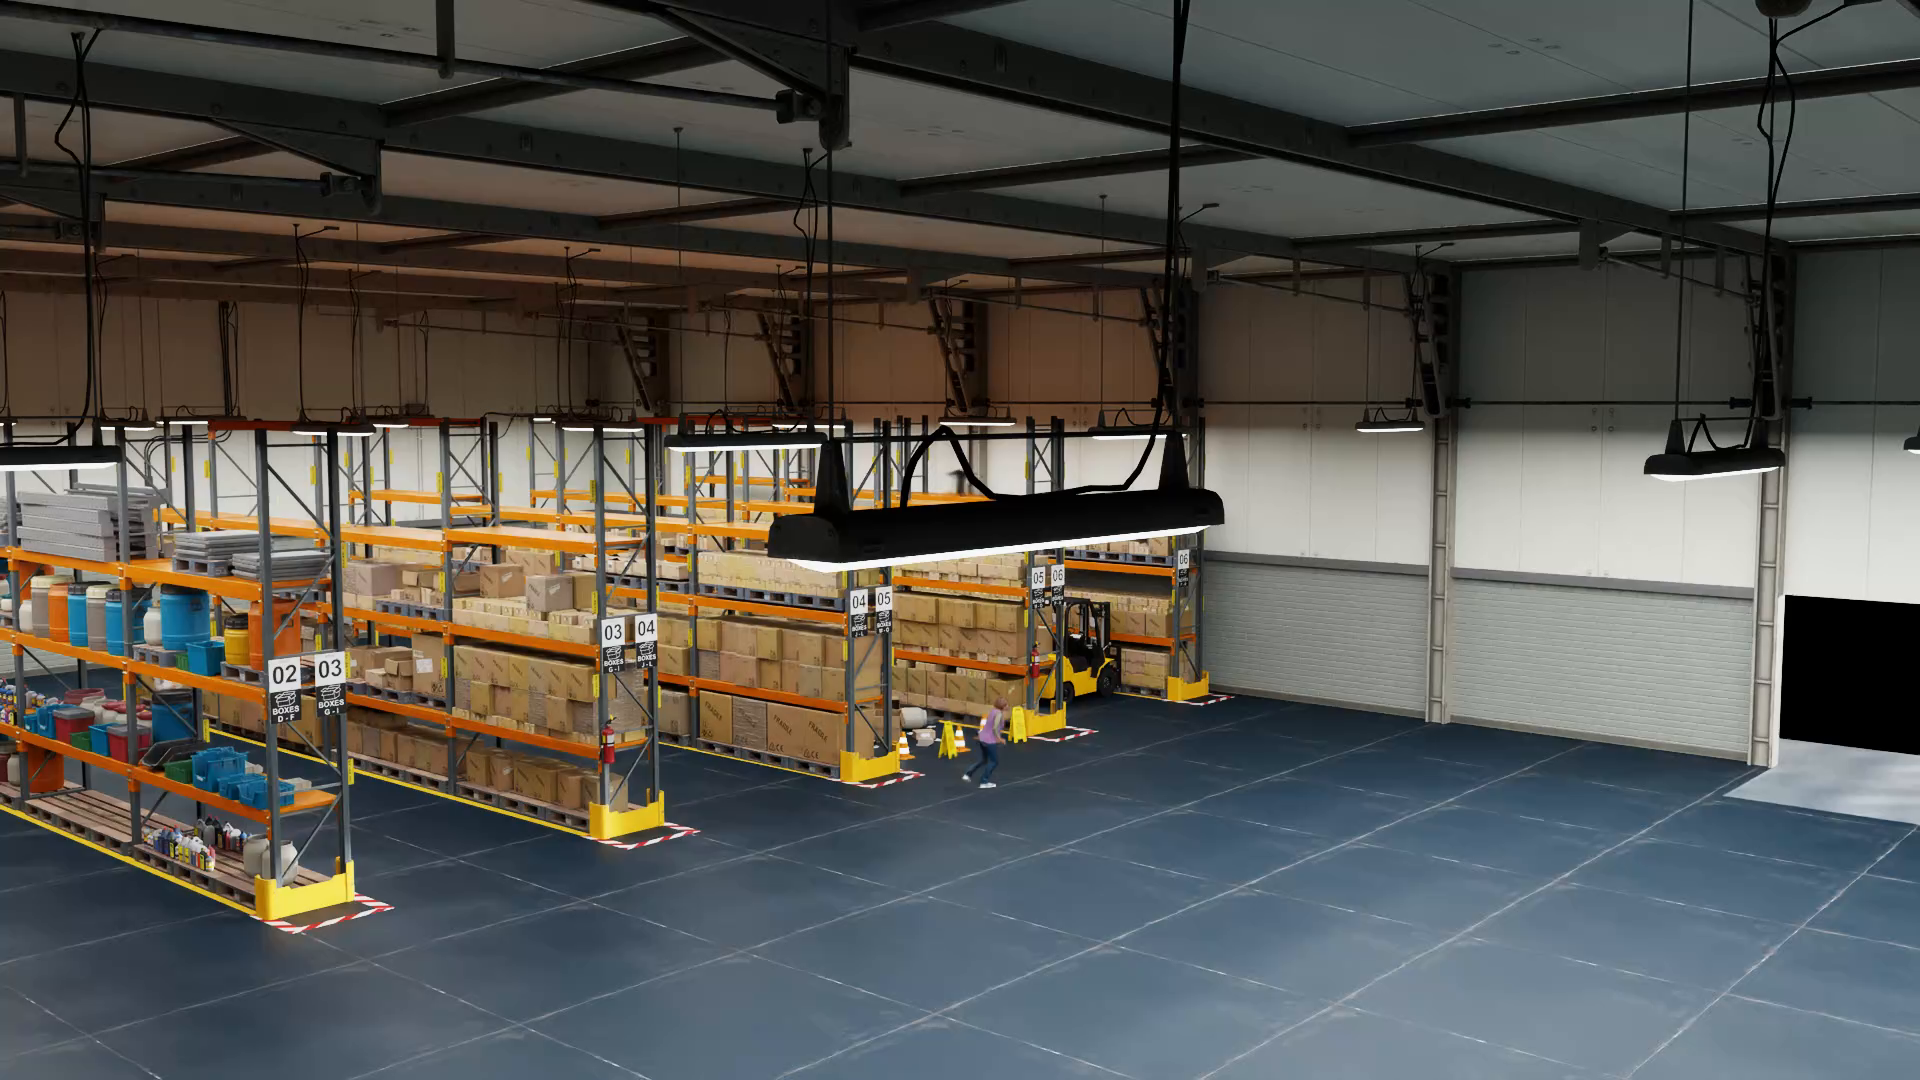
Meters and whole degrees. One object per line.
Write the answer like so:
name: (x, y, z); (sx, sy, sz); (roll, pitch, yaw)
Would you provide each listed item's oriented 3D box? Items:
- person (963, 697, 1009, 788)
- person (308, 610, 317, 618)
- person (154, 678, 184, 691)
person: (0.427, 3.327, 27.240); (0.738, 1.488, 0.517); (-1, 5, -17)
person: (-14.582, 2.401, 37.296); (0.640, 1.740, 0.656); (-4, 6, -41)
person: (-14.366, 2.936, 30.290); (0.597, 1.826, 0.833); (-4, 6, -43)
